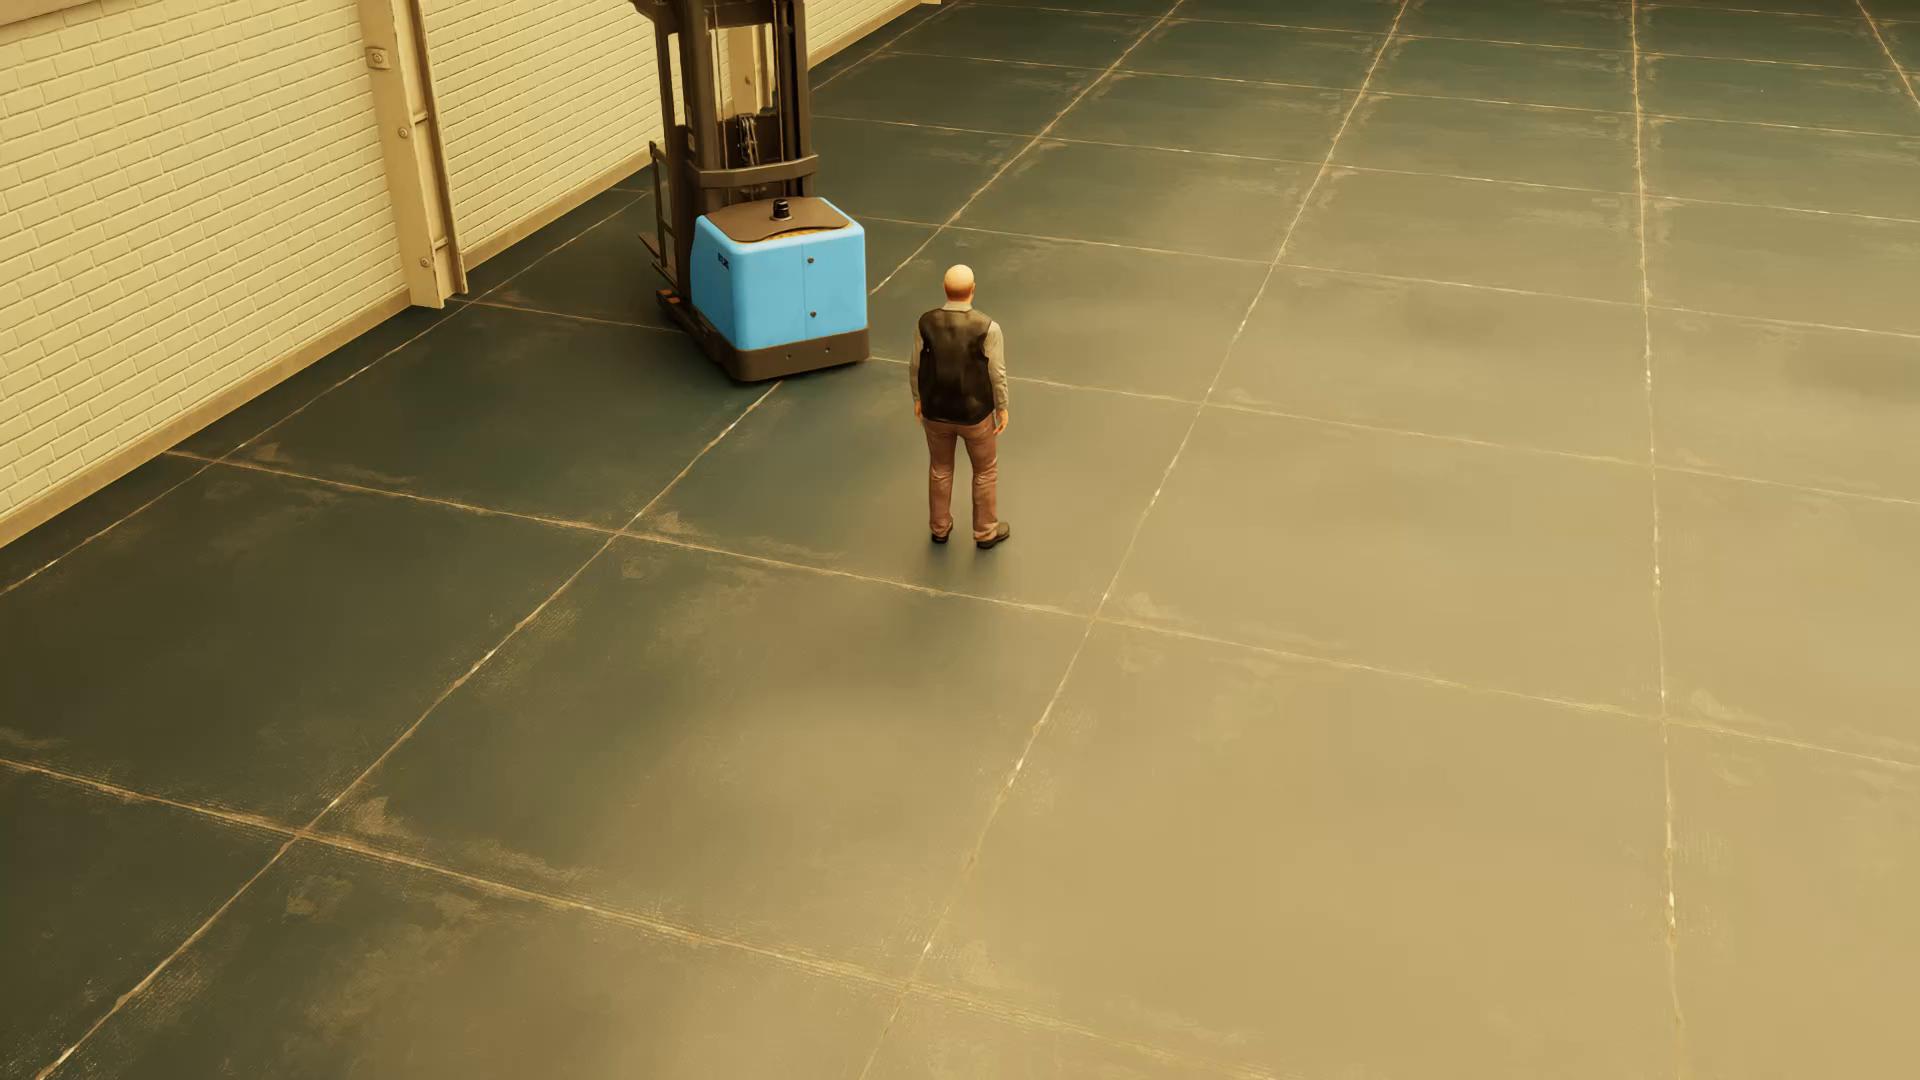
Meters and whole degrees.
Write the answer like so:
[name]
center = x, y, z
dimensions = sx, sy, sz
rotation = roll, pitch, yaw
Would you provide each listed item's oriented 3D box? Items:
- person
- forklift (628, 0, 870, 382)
[person]
center = -0.007, -0.750, 9.676
dimensions = 0.580, 1.720, 0.422
rotation = 9, 31, 15
[forklift]
center = -1.779, -3.115, 12.601
dimensions = 1.130, 2.935, 3.031
rotation = -14, 33, -23
